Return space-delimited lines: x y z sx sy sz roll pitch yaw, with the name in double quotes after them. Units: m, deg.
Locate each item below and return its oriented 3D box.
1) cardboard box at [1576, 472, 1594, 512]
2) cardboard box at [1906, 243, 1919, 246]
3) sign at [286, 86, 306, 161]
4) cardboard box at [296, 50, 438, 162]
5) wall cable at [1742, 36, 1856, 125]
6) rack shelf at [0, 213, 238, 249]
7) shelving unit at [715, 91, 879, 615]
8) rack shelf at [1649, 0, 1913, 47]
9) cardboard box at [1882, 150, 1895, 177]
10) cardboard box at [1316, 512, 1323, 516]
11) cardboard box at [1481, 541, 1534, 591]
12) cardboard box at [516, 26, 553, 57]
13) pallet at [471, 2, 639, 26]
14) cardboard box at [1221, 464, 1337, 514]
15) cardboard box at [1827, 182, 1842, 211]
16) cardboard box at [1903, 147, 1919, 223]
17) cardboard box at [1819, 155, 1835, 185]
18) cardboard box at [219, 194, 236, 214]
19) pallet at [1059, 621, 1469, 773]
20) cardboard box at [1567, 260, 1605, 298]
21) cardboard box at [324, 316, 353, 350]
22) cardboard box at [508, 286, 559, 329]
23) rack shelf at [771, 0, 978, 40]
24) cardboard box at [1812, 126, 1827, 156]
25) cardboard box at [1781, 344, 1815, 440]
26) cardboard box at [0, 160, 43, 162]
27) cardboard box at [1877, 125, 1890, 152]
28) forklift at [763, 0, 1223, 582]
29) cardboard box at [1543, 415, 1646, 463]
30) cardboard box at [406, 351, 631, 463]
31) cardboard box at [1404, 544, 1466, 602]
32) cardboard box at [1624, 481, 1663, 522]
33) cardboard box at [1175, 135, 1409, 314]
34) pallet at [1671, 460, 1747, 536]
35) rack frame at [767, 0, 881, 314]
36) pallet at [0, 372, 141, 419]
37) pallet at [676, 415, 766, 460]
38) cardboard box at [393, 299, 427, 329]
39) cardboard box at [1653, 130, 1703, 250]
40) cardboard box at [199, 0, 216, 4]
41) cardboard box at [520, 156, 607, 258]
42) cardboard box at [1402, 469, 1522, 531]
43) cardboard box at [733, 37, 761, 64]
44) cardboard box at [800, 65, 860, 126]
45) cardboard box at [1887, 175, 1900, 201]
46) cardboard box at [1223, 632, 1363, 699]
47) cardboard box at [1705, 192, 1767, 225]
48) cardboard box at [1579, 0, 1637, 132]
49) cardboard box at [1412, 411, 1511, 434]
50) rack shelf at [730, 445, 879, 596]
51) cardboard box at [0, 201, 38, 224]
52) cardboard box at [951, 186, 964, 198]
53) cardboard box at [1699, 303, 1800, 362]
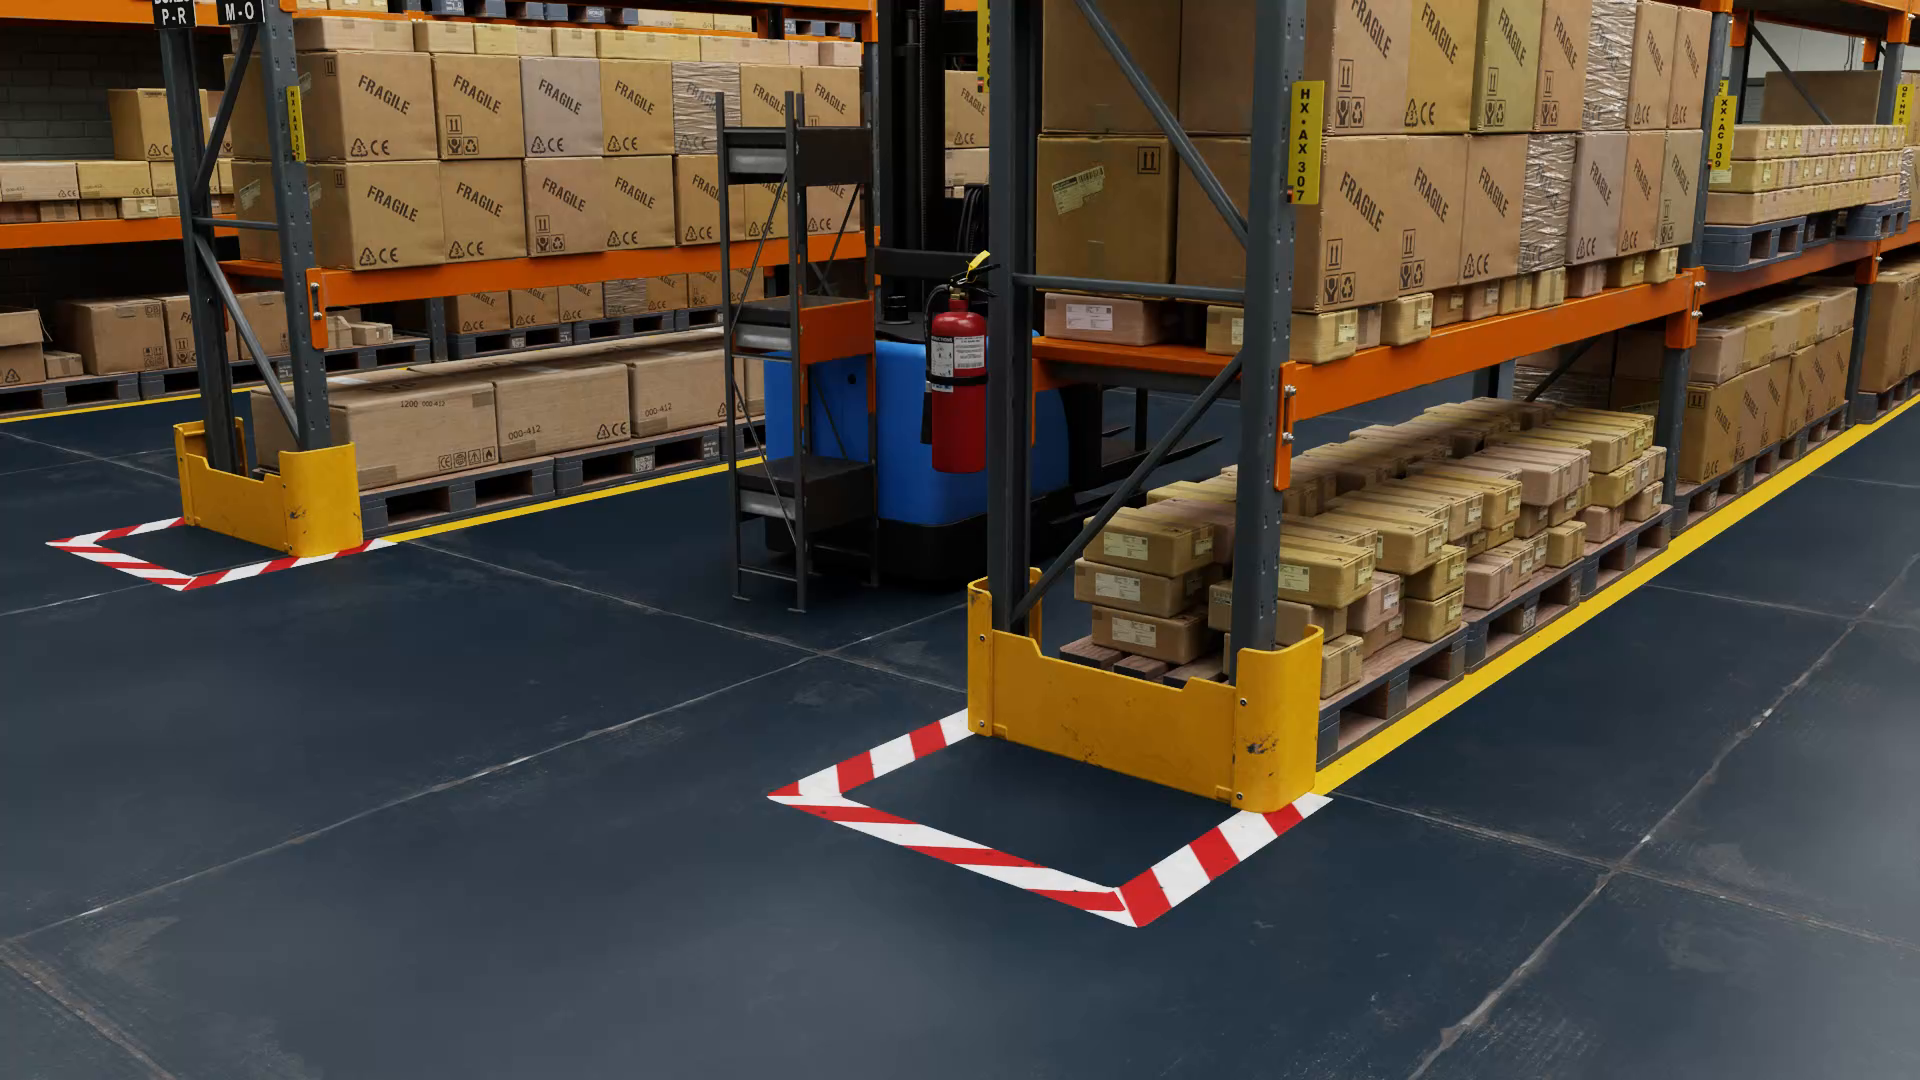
2.528 -0.227 7.255 0.380 0.149 0.250 11 18 38 "cardboard box"
8.506 -2.326 14.650 0.875 0.875 0.875 12 18 38 "cardboard box"
-2.972 -1.862 7.442 0.100 0.325 0.005 11 18 38 "sign"
-2.876 -2.072 7.954 0.500 0.500 0.500 11 18 36 "cardboard box"
23.390 -12.836 46.683 3.097 2.526 0.112 11 18 38 "wall cable"
-6.006 -2.293 12.518 1.077 0.370 4.000 11 18 38 "rack shelf"
-0.665 -0.786 6.953 0.431 2.100 0.503 10 17 34 "shelving unit"
4.285 -2.999 9.204 1.077 0.370 4.000 11 18 38 "rack shelf"
5.419 -2.286 10.083 0.380 0.149 0.250 12 19 40 "cardboard box"
1.264 -0.057 6.587 0.380 0.149 0.250 12 18 38 "cardboard box"
2.054 0.084 6.636 0.380 0.149 0.250 11 18 38 "cardboard box"
-2.324 -2.569 8.591 0.380 0.149 0.250 11 18 38 "cardboard box"
-3.635 -4.701 14.824 1.213 0.211 1.003 11 18 38 "pallet"
1.254 -0.204 6.562 0.380 0.149 0.250 12 19 40 "cardboard box"
4.611 -1.895 9.149 0.380 0.149 0.250 10 17 35 "cardboard box"
6.352 -2.467 11.540 0.500 0.500 0.500 11 18 37 "cardboard box"
4.454 -1.993 8.929 0.380 0.149 0.250 11 18 37 "cardboard box"
-5.618 -2.565 12.637 0.380 0.149 0.250 12 18 38 "cardboard box"
1.100 0.442 5.953 1.003 0.211 1.213 11 18 38 "pallet"
2.410 -1.088 6.822 0.380 0.149 0.250 10 18 35 "cardboard box"
-5.095 -1.683 13.354 0.396 0.266 0.258 12 19 40 "cardboard box"
-3.943 -2.178 14.829 0.500 0.500 0.500 11 18 37 "cardboard box"
0.371 -3.746 12.144 1.077 0.370 4.000 11 18 38 "rack shelf"
4.286 -2.085 8.686 0.380 0.149 0.250 11 18 37 "cardboard box"
4.683 -0.900 9.796 0.500 0.500 0.500 10 18 35 "cardboard box"
-6.855 -2.558 11.800 0.500 0.250 0.500 11 18 38 "cardboard box"
5.266 -2.384 9.865 0.380 0.149 0.250 12 19 39 "cardboard box"
0.362 -1.545 8.253 1.130 2.935 3.031 10 17 34 "forklift"
2.877 -0.457 7.560 0.380 0.149 0.250 12 18 38 "cardboard box"
-2.494 -0.771 9.418 0.875 0.438 0.875 12 18 39 "cardboard box"
1.590 0.092 6.001 0.380 0.149 0.250 12 19 39 "cardboard box"
3.047 -0.205 7.774 0.380 0.149 0.250 12 18 38 "cardboard box"
1.011 -0.981 5.083 0.500 0.500 0.500 12 19 40 "cardboard box"
3.516 -0.308 8.909 1.003 0.211 1.213 11 18 38 "pallet"
-0.886 -2.257 10.917 1.000 3.000 0.127 11 18 38 "rack frame"
-6.715 -1.074 11.924 1.003 0.211 1.213 11 18 38 "pallet"
-1.424 -0.772 10.734 1.003 0.211 1.213 11 18 38 "pallet"
-4.670 -2.157 14.744 0.500 0.500 0.500 11 18 37 "cardboard box"
2.944 -1.567 7.392 0.500 0.500 0.500 11 18 38 "cardboard box"
-5.579 -4.004 12.208 0.380 0.149 0.250 11 18 38 "cardboard box"
-2.245 -1.783 8.847 0.500 0.500 0.500 11 18 37 "cardboard box"
1.919 -0.158 6.380 0.380 0.149 0.250 12 18 38 "cardboard box"
-1.391 -2.865 9.759 0.380 0.149 0.250 11 18 37 "cardboard box"
-0.967 -2.657 10.257 0.500 0.500 0.500 11 18 37 "cardboard box"
5.590 -2.193 10.320 0.380 0.149 0.250 12 18 38 "cardboard box"
1.092 0.383 5.461 0.380 0.149 0.250 12 18 39 "cardboard box"
3.633 -1.597 7.973 0.380 0.149 0.250 10 17 35 "cardboard box"
2.290 -1.860 6.516 0.500 0.500 0.500 12 18 39 "cardboard box"
2.311 -0.487 7.678 0.380 0.149 0.250 11 18 37 "cardboard box"
-0.665 -0.095 7.129 0.431 0.518 0.480 10 17 34 "rack shelf"
-6.581 -2.269 11.473 0.380 0.149 0.250 11 18 37 "cardboard box"
-0.080 -2.327 11.497 0.500 0.250 0.500 11 18 36 "cardboard box"
4.355 -1.166 9.322 0.500 0.250 0.500 12 19 40 "cardboard box"
